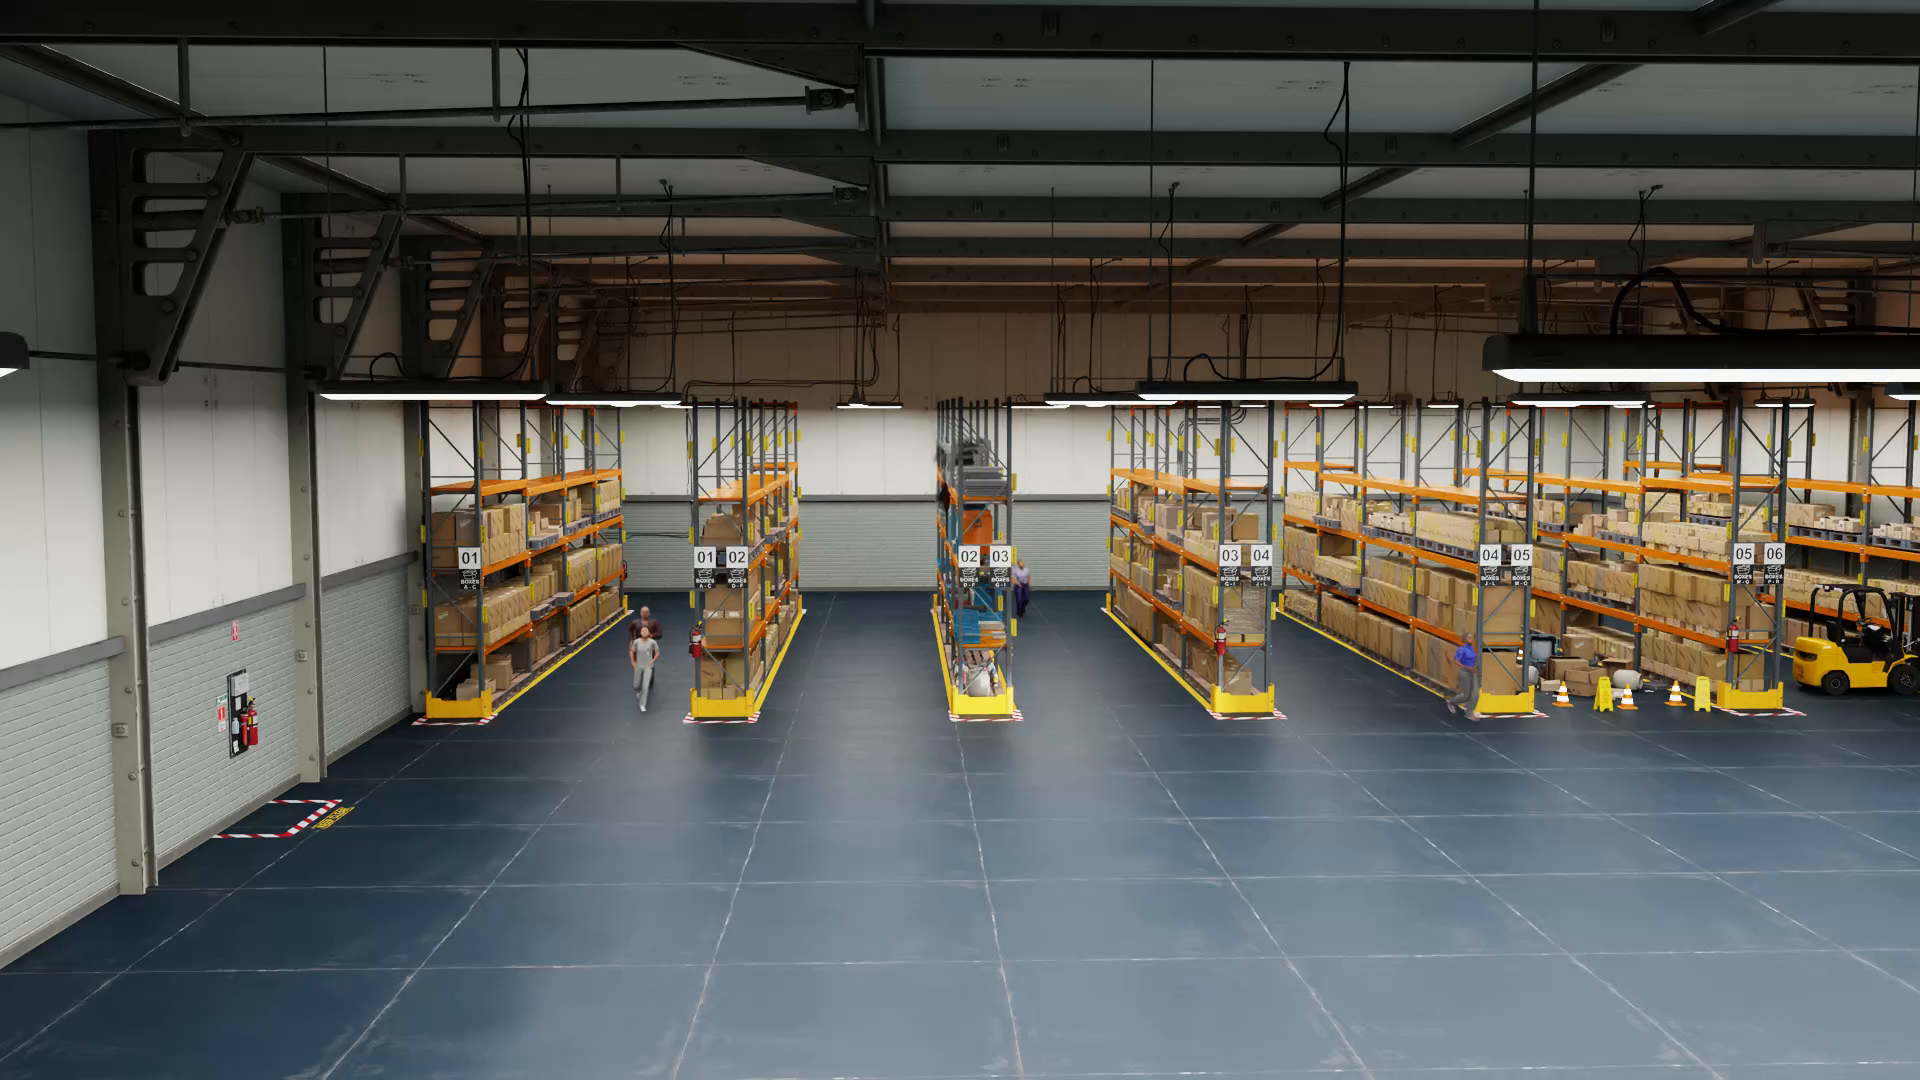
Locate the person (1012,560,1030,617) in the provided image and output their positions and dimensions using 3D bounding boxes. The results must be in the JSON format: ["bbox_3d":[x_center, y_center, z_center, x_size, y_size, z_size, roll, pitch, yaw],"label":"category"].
[{"bbox_3d":[1.733,1.350,46.393,0.581,1.604,0.505,-1,5,-16],"label":"person"}]

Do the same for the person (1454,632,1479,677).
[{"bbox_3d":[9.449,2.133,30.839,0.575,0.829,0.433,-4,6,-39],"label":"person"}]

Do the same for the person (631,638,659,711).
[{"bbox_3d":[-6.076,2.573,32.104,0.538,1.390,0.626,0,4,-3],"label":"person"}]

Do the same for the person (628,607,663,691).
[{"bbox_3d":[-6.318,2.224,33.409,0.695,1.780,1.046,-1,4,-9],"label":"person"}]
